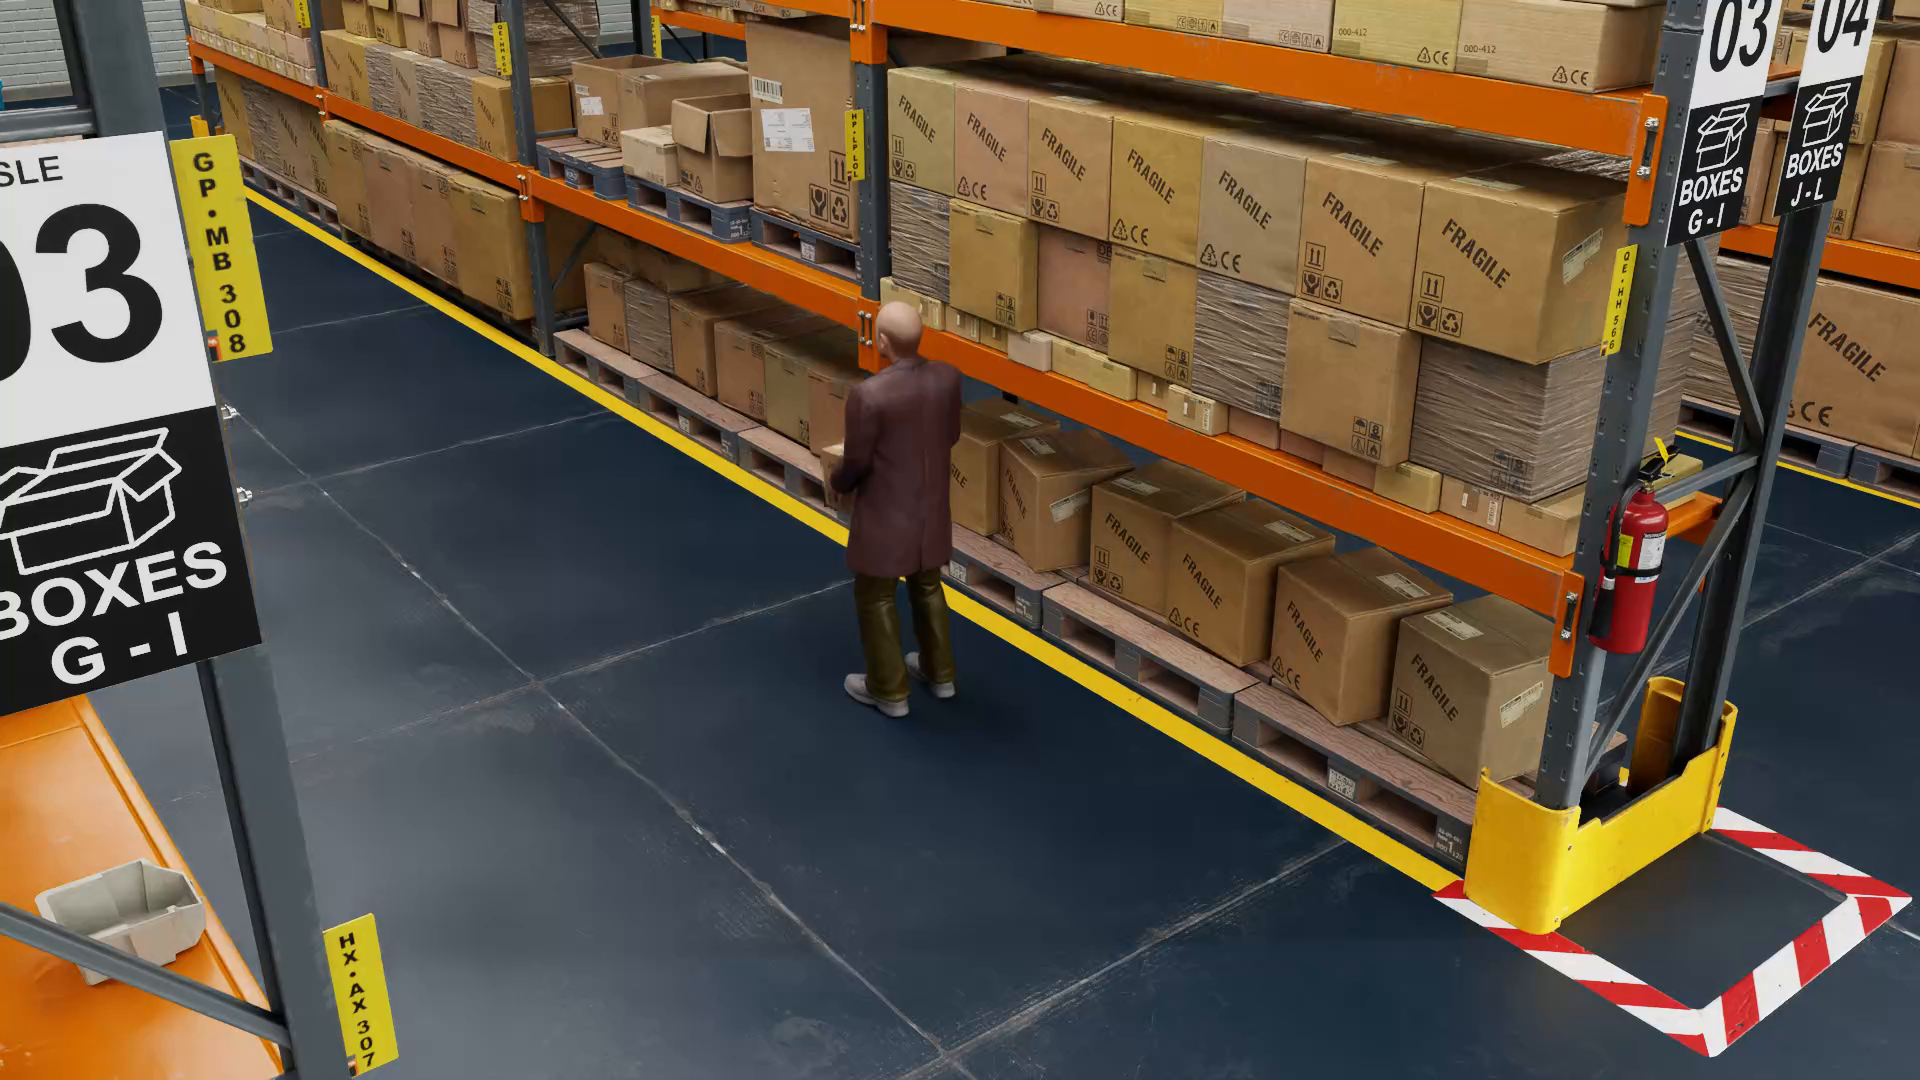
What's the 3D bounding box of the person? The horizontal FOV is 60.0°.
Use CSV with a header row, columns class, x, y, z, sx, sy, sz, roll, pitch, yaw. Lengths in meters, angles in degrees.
class,x,y,z,sx,sy,sz,roll,pitch,yaw
person,-0.284,-0.152,6.949,0.554,1.782,0.493,-18,30,-34
